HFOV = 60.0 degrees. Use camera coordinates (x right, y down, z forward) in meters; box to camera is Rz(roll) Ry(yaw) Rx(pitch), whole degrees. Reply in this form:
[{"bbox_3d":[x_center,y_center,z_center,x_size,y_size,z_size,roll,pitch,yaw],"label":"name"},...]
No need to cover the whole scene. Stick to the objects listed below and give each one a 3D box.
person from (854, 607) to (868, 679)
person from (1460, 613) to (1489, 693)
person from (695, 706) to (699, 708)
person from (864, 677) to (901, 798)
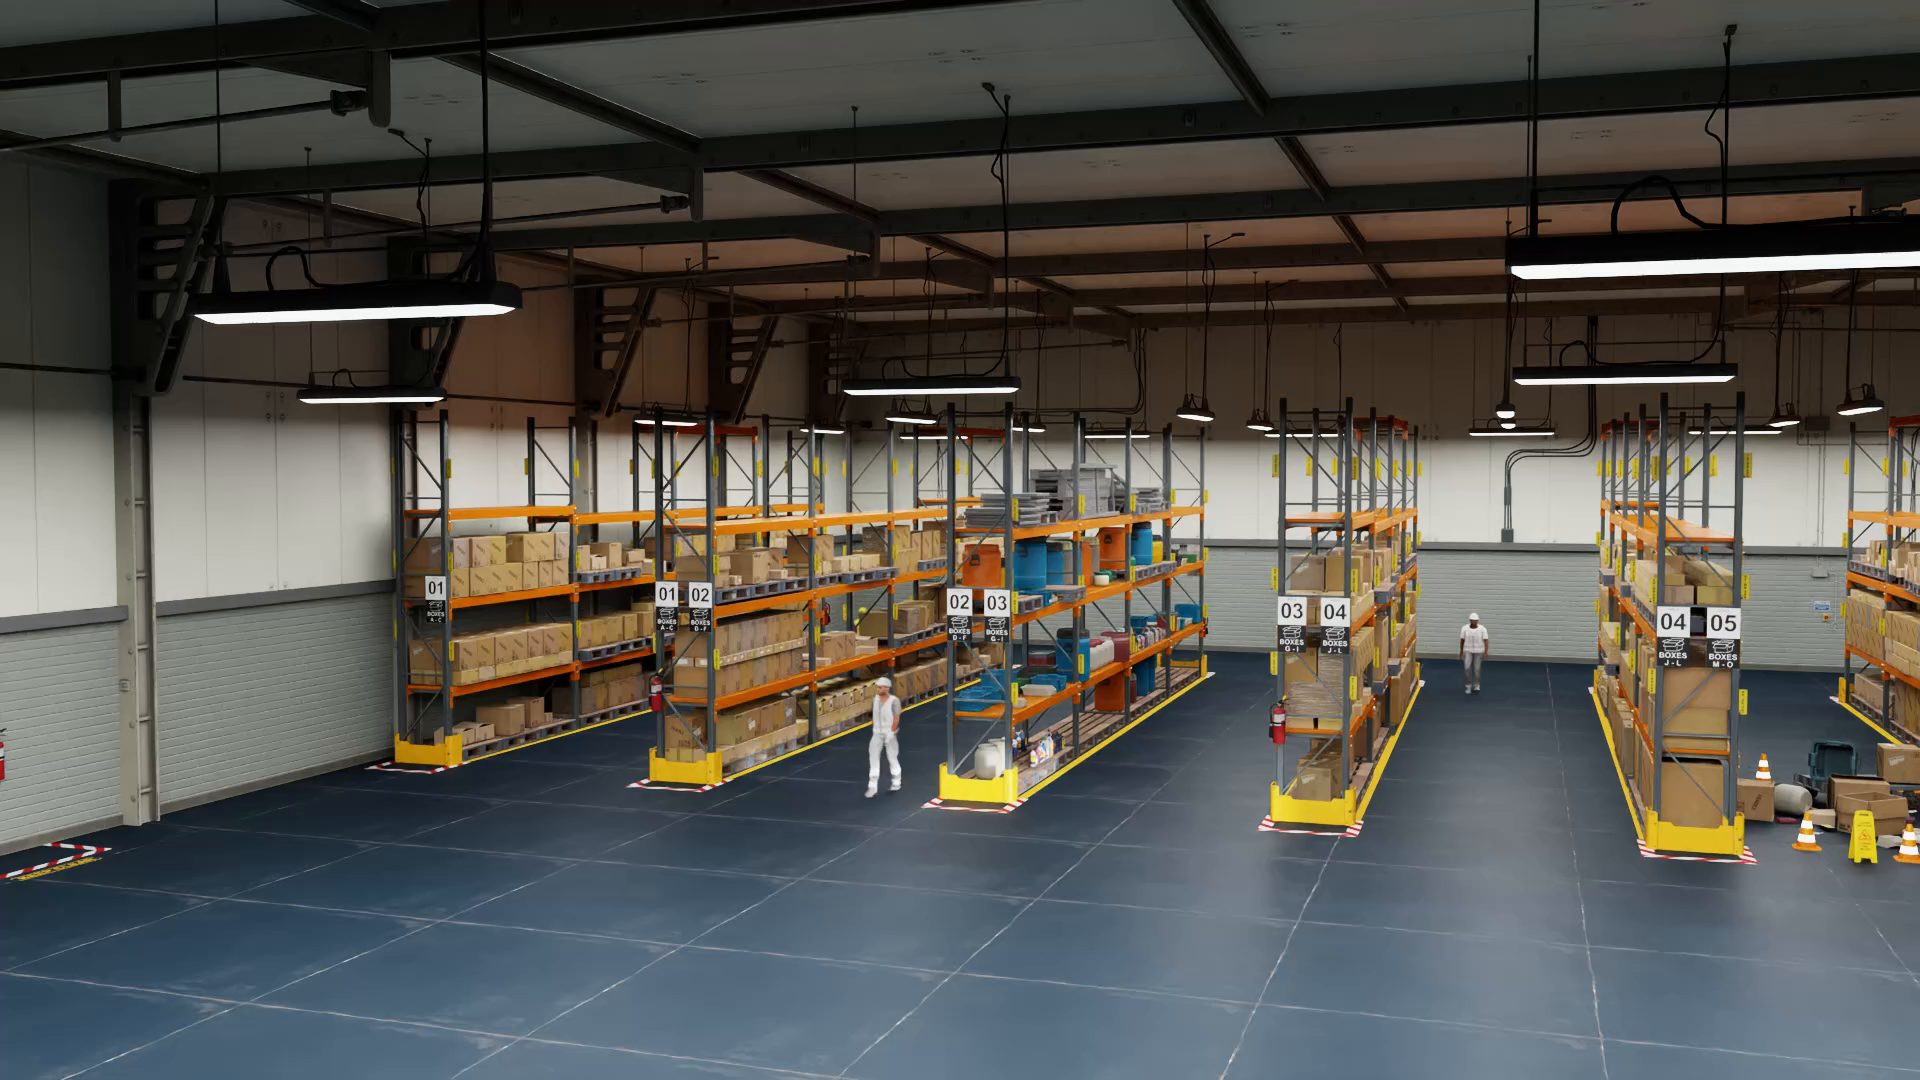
[{"bbox_3d":[-2.251,2.446,39.007,0.600,1.752,0.489,1,3,30],"label":"person"},{"bbox_3d":[11.514,2.538,37.251,0.626,1.819,0.558,1,3,21],"label":"person"},{"bbox_3d":[-4.719,2.809,30.892,0.631,1.788,0.778,0,2,-5],"label":"person"},{"bbox_3d":[-1.194,3.015,25.568,0.551,1.787,0.820,1,3,27],"label":"person"}]
